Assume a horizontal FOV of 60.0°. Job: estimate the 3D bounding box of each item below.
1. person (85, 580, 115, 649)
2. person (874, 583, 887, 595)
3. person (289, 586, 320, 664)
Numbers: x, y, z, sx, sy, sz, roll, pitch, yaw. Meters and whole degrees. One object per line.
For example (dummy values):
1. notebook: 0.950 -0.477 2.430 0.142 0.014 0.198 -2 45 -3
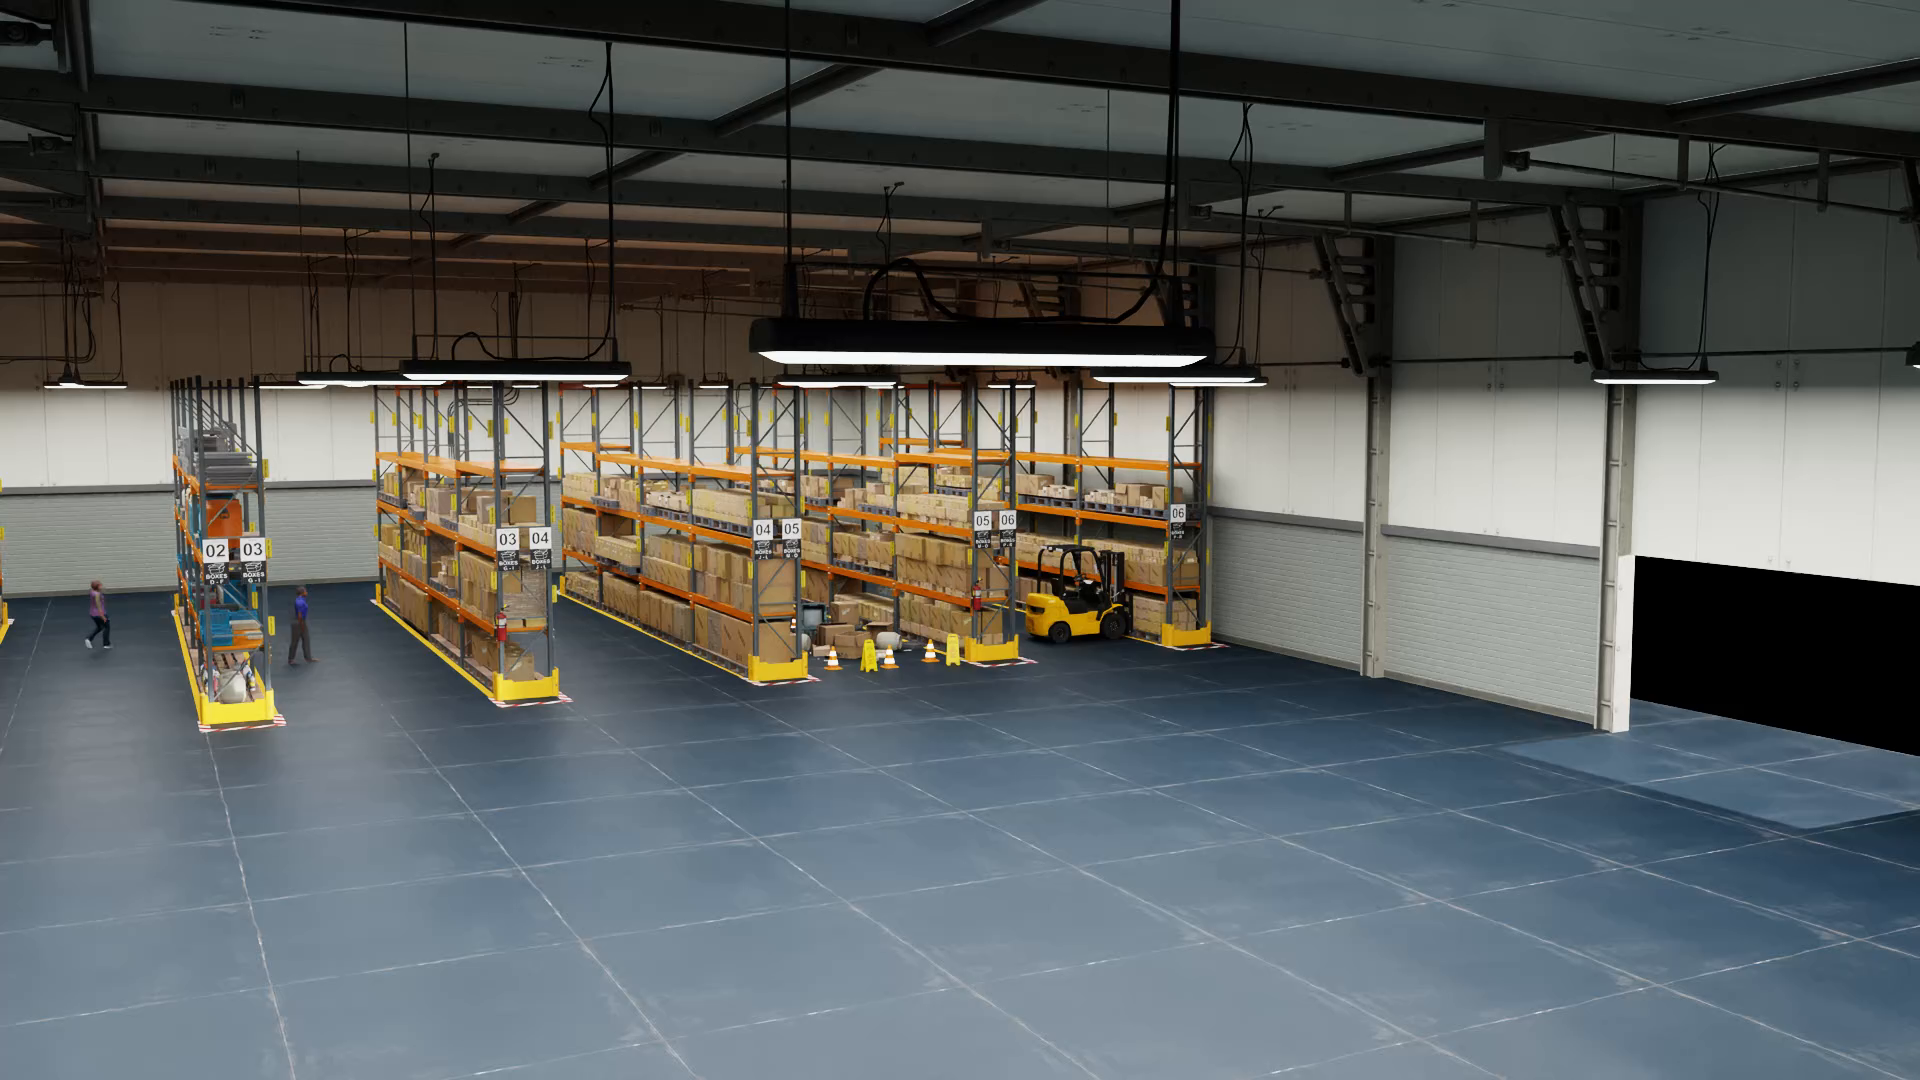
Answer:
1. person: -19.127 1.662 36.995 0.449 1.564 0.631 4 6 35
2. person: -2.109 0.681 44.621 0.490 1.667 0.500 -3 6 -27
3. person: -13.892 1.788 35.065 0.590 1.644 0.494 0 5 0
